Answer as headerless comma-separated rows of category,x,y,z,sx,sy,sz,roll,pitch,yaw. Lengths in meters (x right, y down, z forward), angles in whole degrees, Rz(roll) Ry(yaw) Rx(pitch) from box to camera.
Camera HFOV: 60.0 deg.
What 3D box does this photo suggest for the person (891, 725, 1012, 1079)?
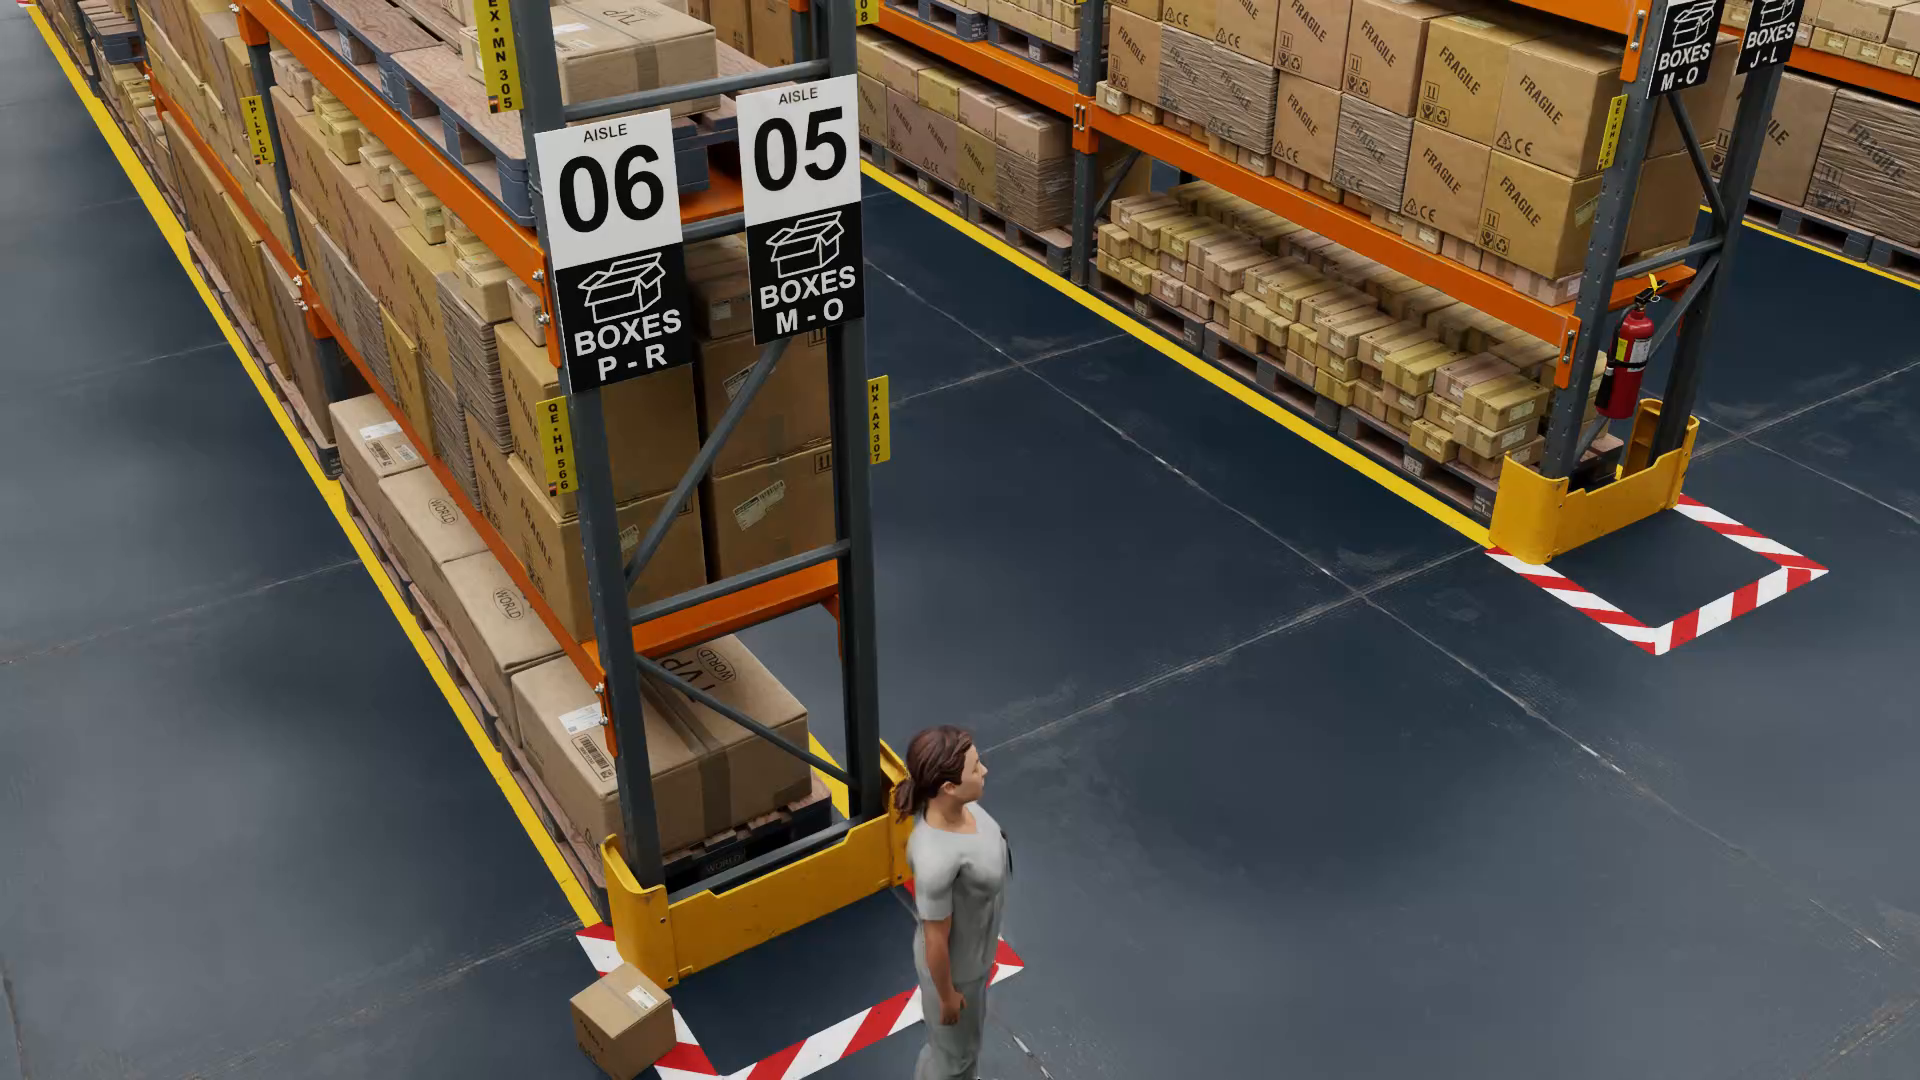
person,-0.022,1.274,5.147,0.373,1.663,0.489,6,33,9
